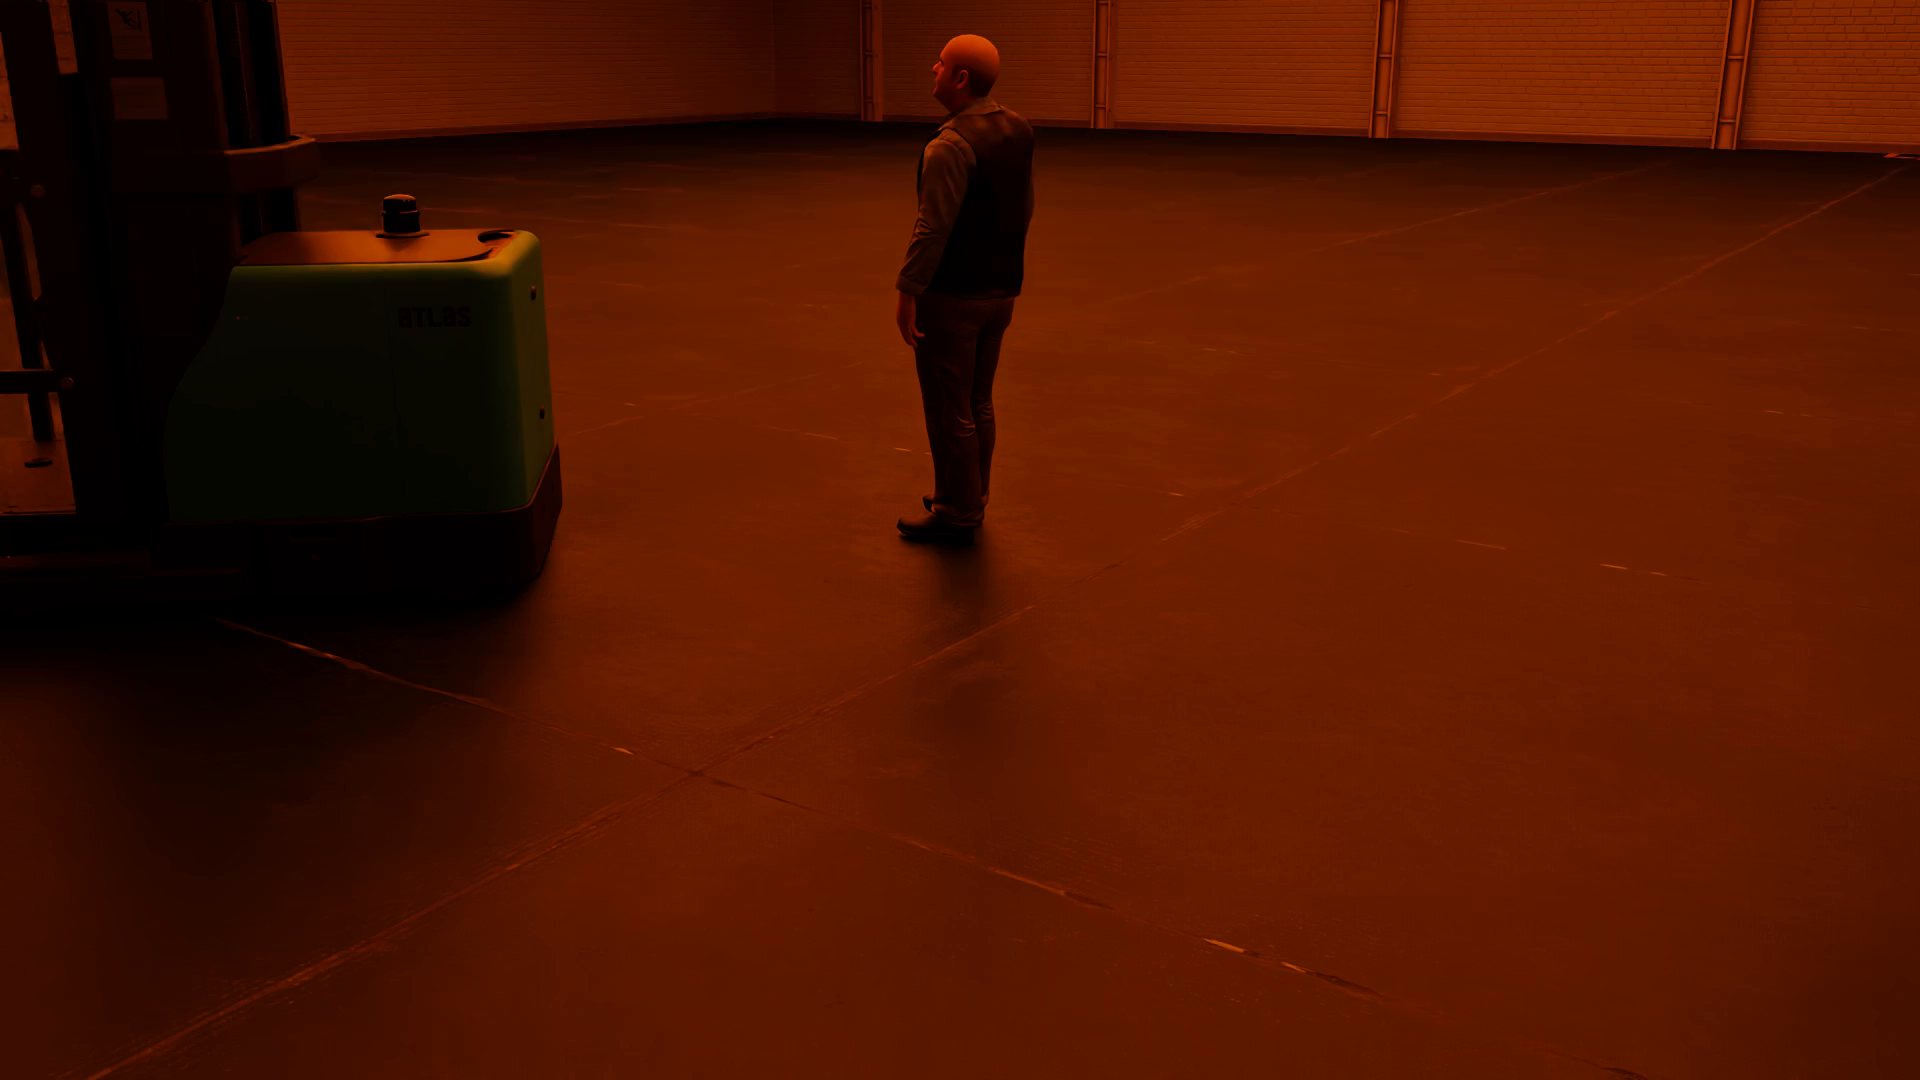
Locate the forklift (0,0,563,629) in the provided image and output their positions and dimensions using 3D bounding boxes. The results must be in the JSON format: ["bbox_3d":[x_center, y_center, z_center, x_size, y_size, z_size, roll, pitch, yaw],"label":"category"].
[{"bbox_3d":[-2.909,-1.286,5.134,3.031,2.935,1.130,-2,17,-7],"label":"forklift"}]

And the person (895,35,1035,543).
[{"bbox_3d":[-0.048,-0.843,5.740,0.566,1.722,0.633,11,20,33],"label":"person"}]
